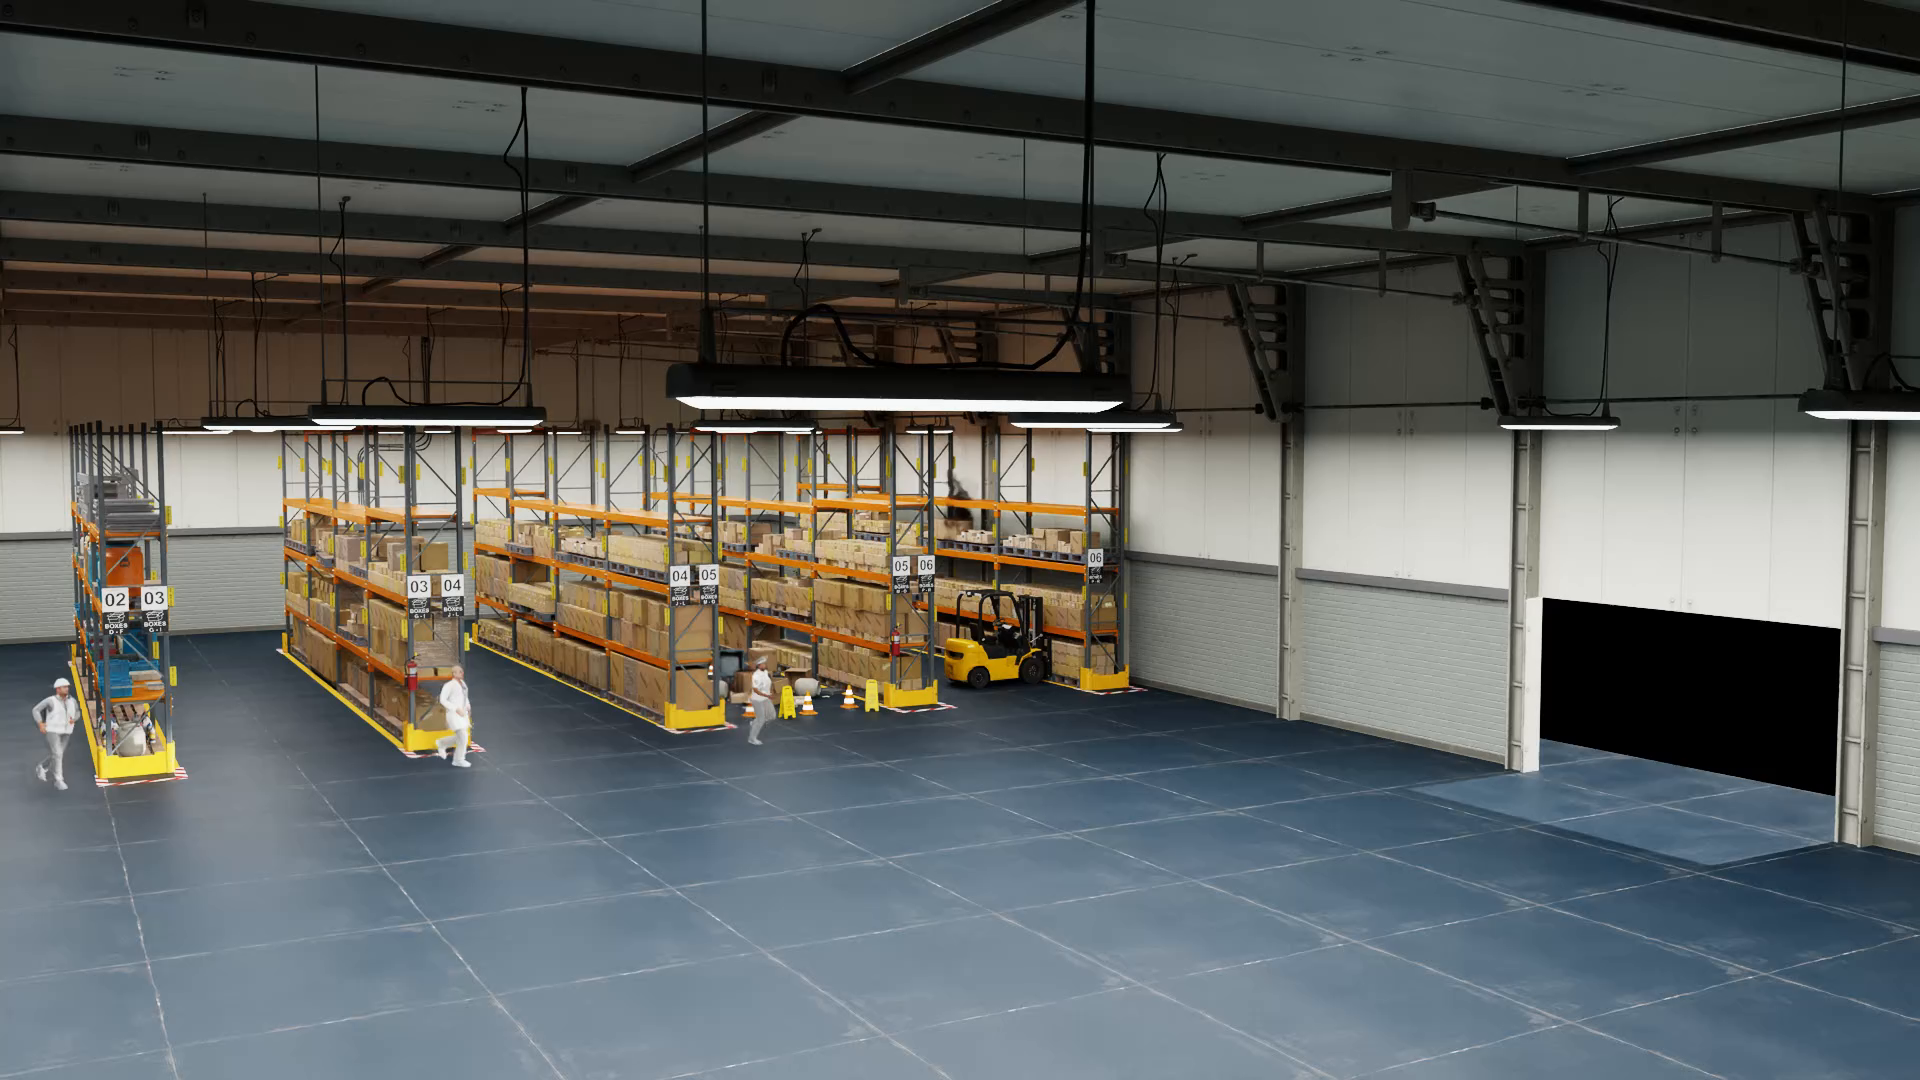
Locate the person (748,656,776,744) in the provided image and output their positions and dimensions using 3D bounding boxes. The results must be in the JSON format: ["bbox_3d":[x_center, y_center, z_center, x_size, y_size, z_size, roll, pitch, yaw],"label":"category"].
[{"bbox_3d":[-3.668,2.983,31.058,0.612,1.662,0.603,2,4,24],"label":"person"}]

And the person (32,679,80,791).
[{"bbox_3d":[-14.804,3.156,27.328,0.931,1.759,0.697,2,4,26],"label":"person"}]

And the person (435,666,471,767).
[{"bbox_3d":[-8.854,3.072,29.079,0.724,1.751,0.750,1,4,12],"label":"person"}]
